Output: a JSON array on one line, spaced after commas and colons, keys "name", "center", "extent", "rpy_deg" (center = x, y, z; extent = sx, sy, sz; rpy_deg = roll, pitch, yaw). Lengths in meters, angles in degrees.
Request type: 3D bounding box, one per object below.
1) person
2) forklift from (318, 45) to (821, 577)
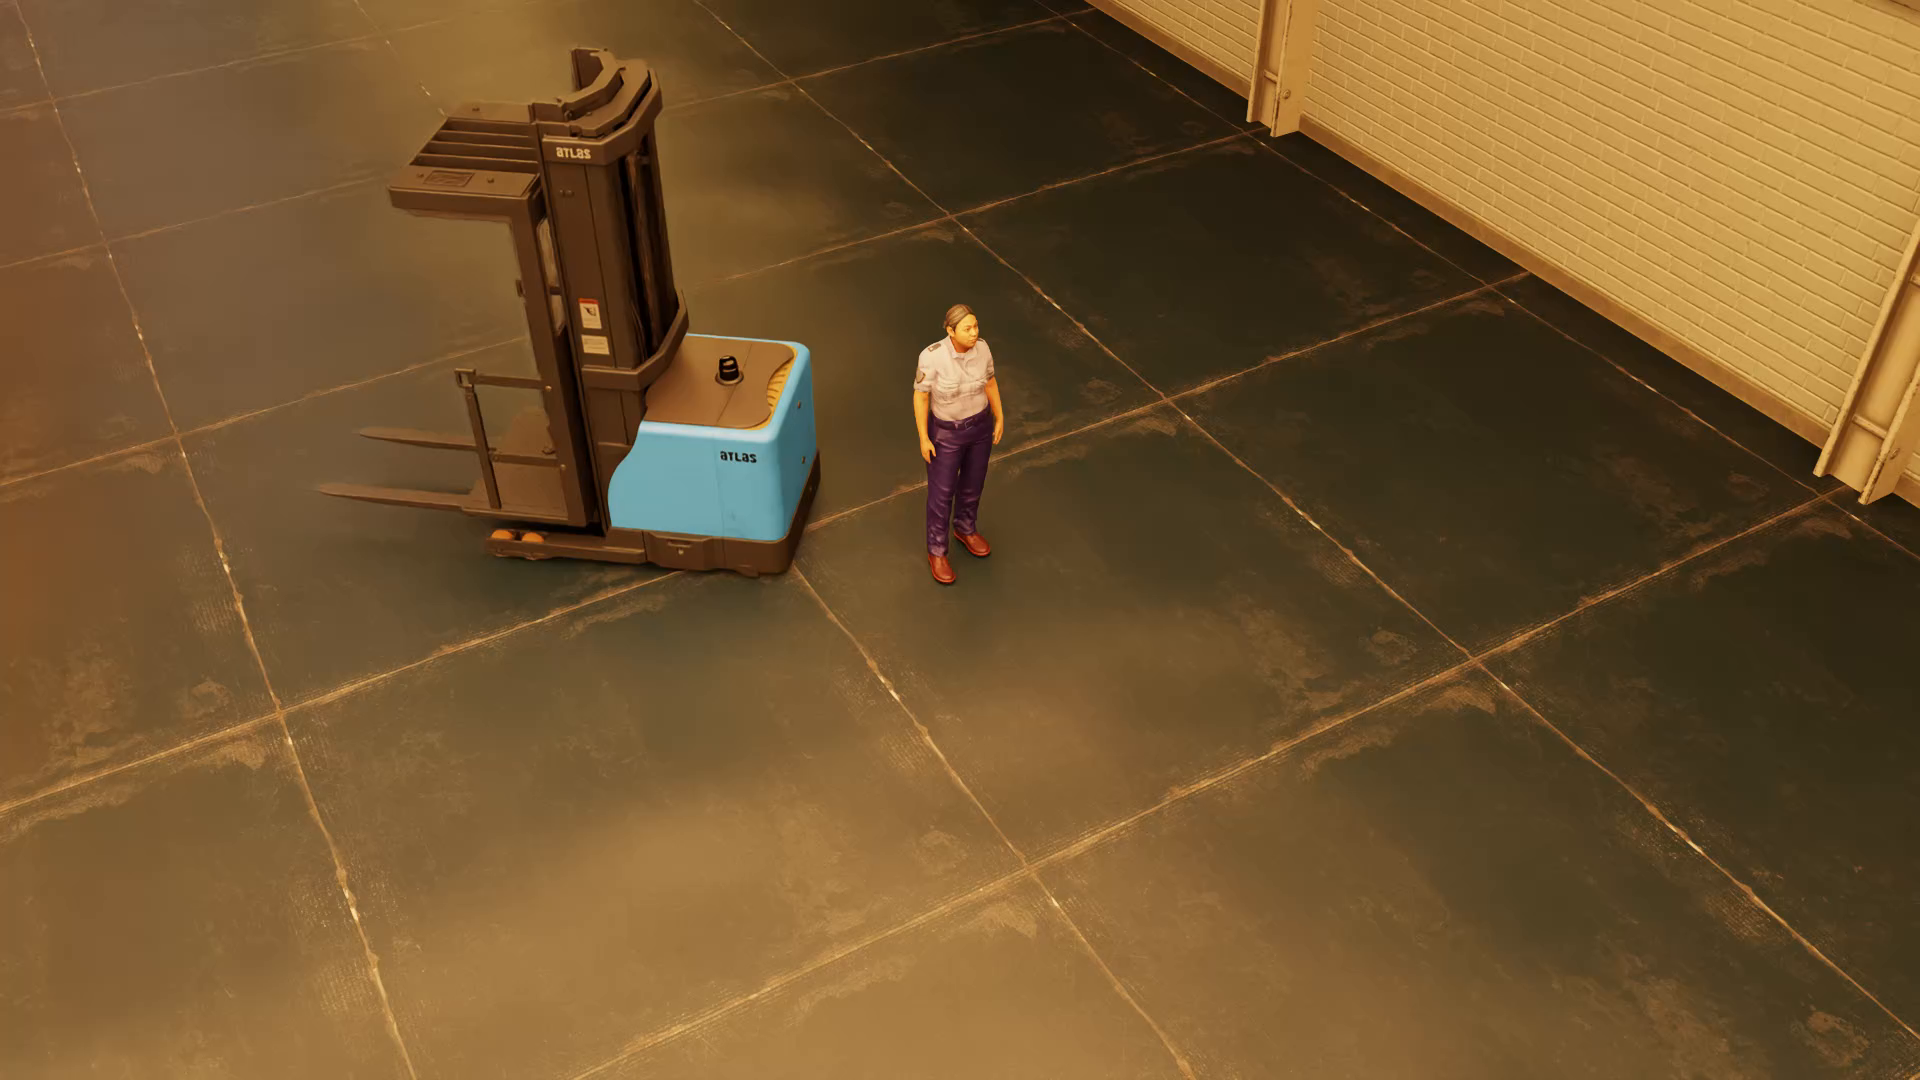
[{"name": "person", "center": [0.025, -0.579, 9.736], "extent": [0.598, 1.641, 0.502], "rpy_deg": [-20, 44, -23]}, {"name": "forklift", "center": [-2.455, -1.333, 9.644], "extent": [3.031, 2.935, 1.130], "rpy_deg": [5, 40, 6]}]
